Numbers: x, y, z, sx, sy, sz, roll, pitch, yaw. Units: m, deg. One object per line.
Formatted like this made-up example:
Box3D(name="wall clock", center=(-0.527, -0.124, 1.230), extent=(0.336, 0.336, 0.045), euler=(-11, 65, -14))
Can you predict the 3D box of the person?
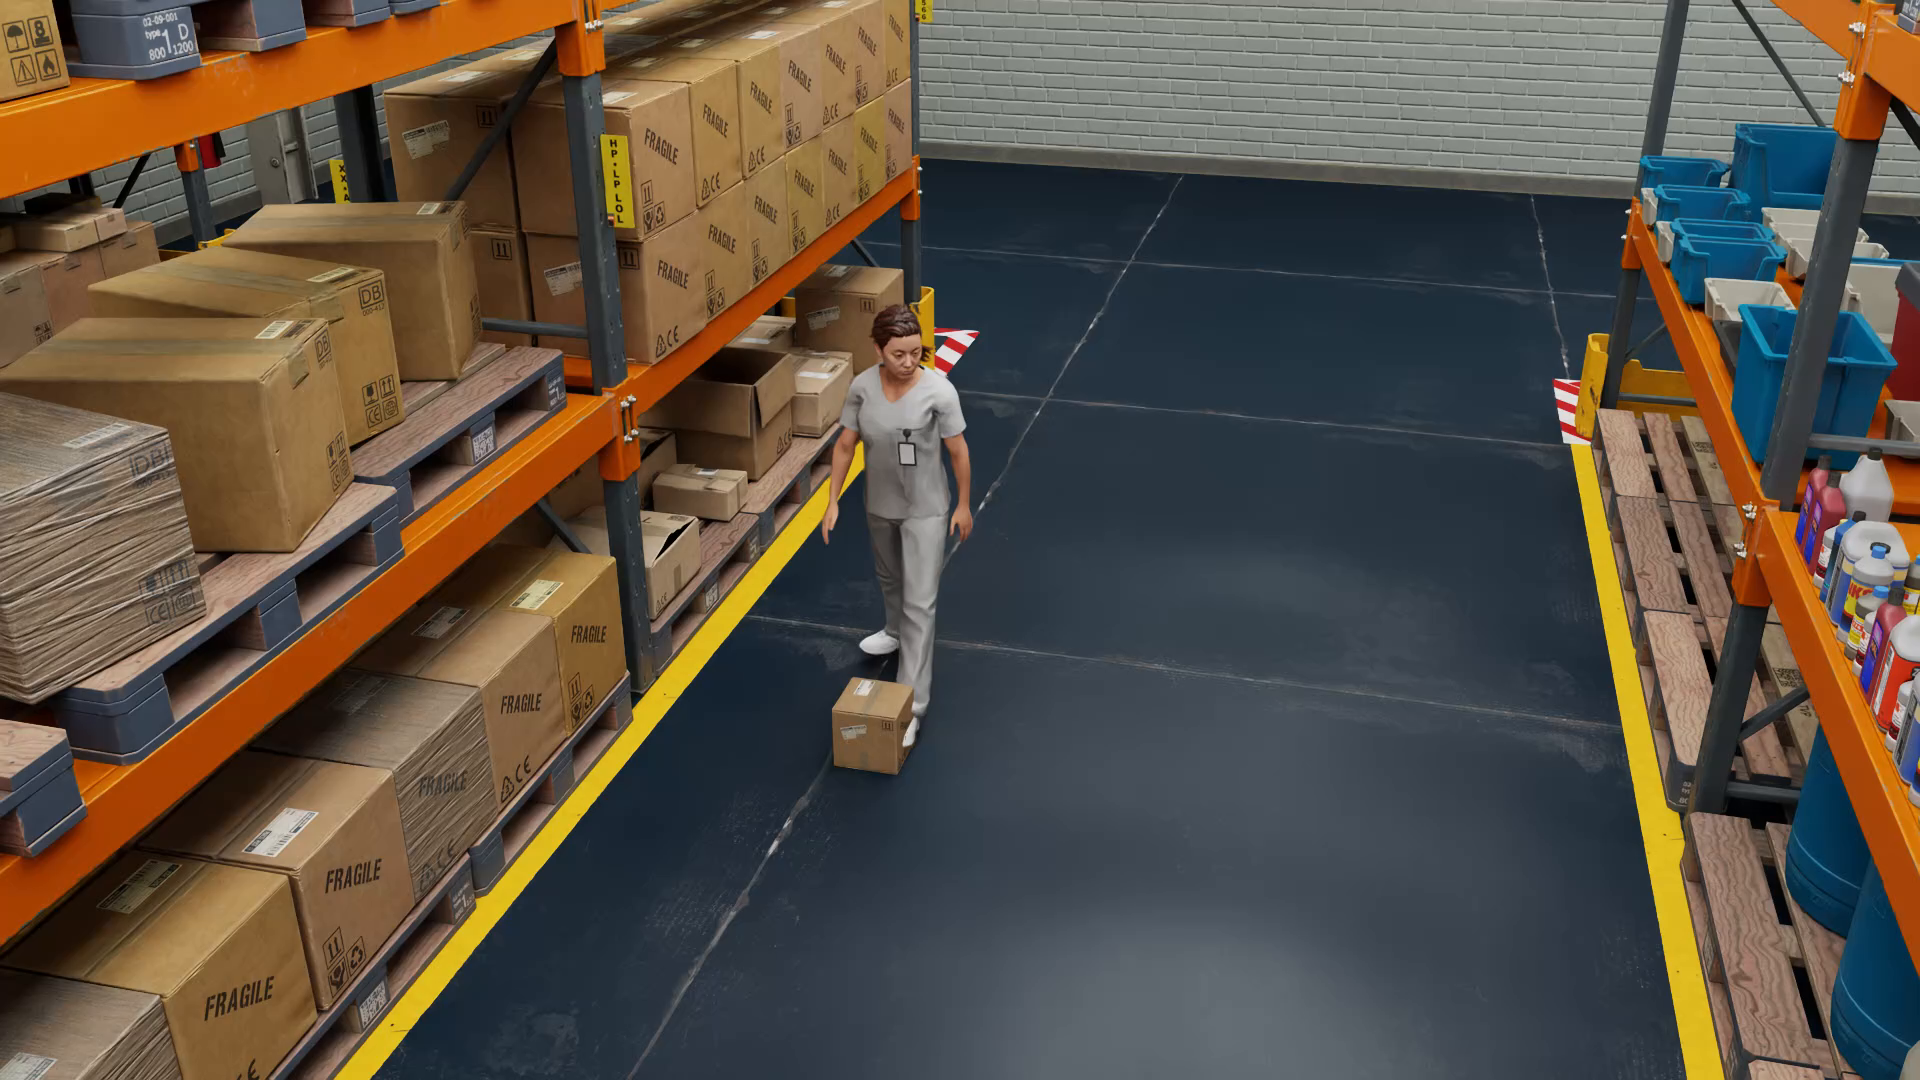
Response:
Box3D(name="person", center=(-0.264, -0.121, 6.363), extent=(0.572, 1.639, 0.871), euler=(13, 28, 25))
